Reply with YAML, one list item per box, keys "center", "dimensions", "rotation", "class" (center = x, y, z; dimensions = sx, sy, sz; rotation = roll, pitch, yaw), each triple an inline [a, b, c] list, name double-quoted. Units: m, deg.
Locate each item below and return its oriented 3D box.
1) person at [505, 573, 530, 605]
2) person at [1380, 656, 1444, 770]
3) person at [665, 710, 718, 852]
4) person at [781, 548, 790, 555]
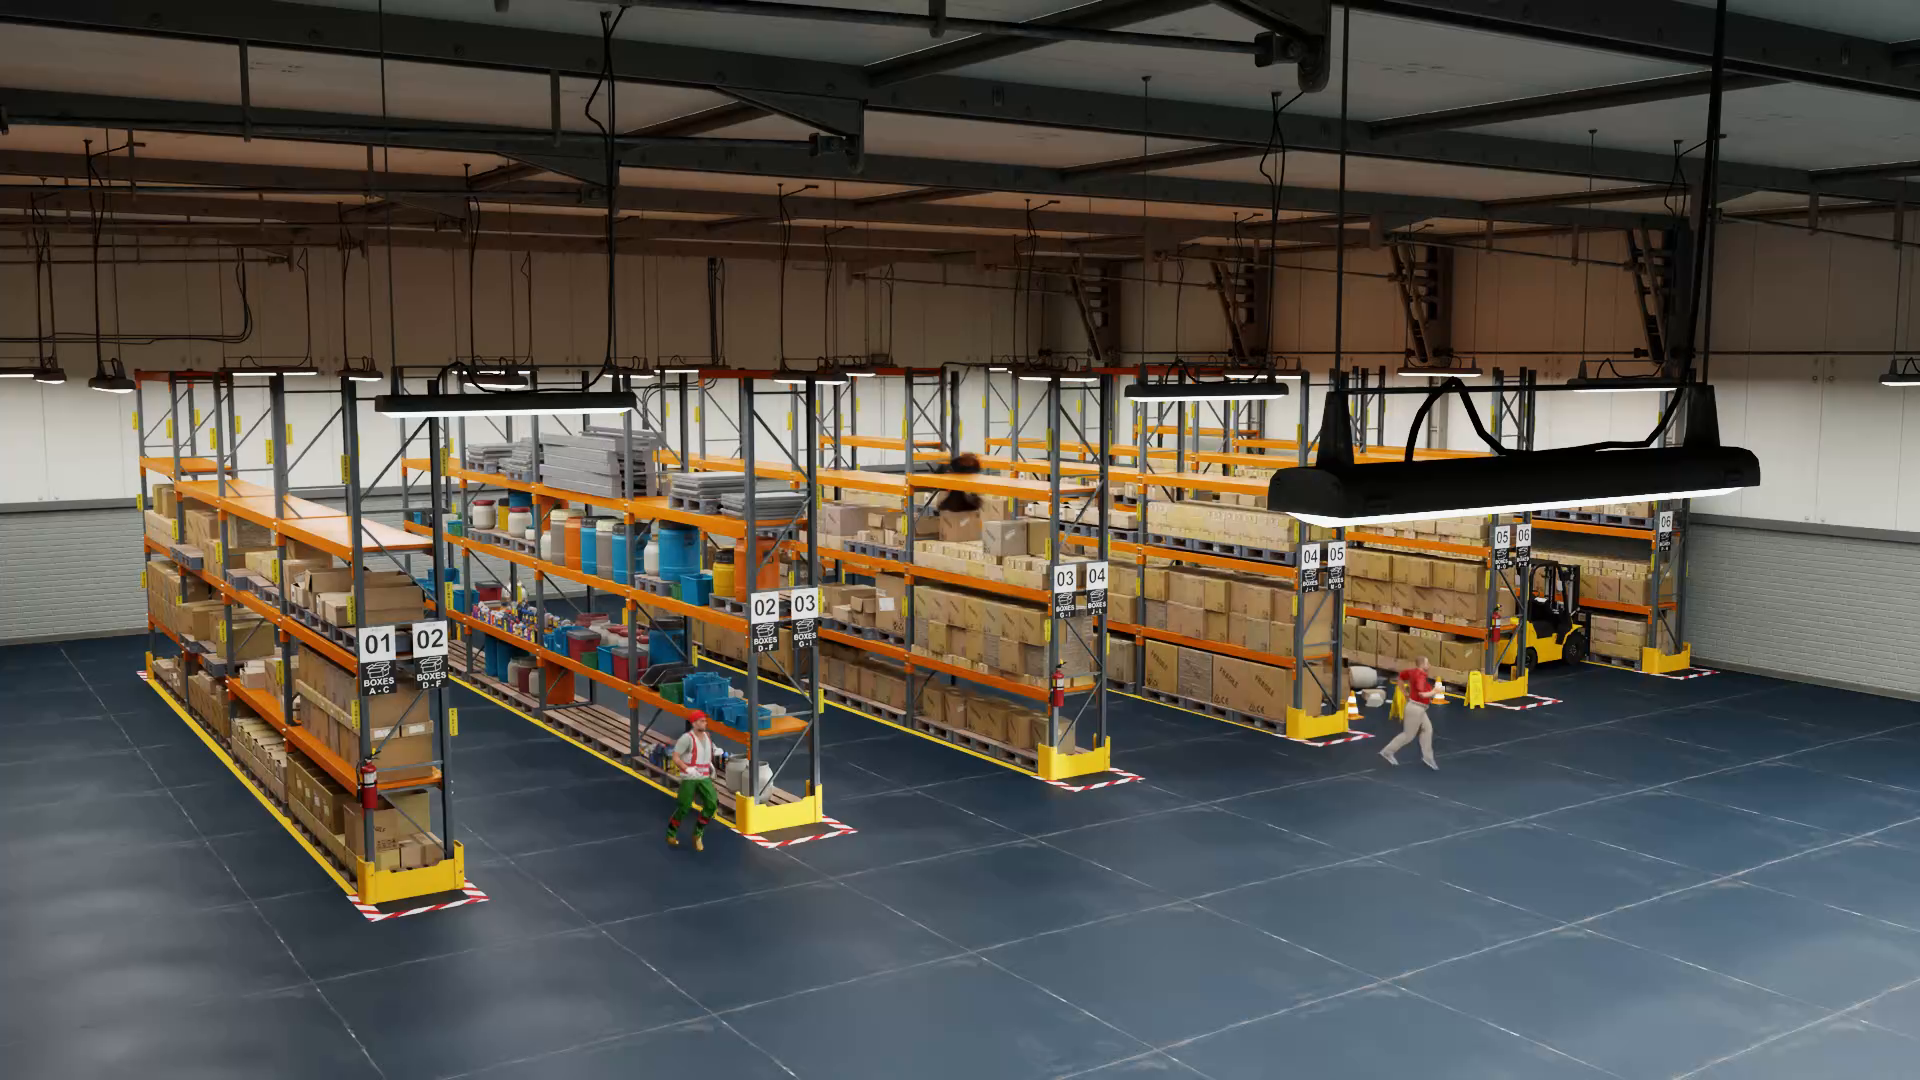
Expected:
- center: [-9.569, 1.469, 36.076]
  dimensions: [0.611, 1.587, 0.695]
  rotation: [5, 8, 36]
  class: "person"
- center: [6.869, 2.648, 25.279]
  dimensions: [0.919, 1.804, 0.657]
  rotation: [1, 7, 9]
  class: "person"
- center: [-3.378, 3.064, 21.318]
  dimensions: [0.675, 1.781, 0.719]
  rotation: [6, 9, 43]
  class: "person"
- center: [-4.118, 0.996, 39.247]
  dimensions: [0.673, 1.784, 0.865]
  rotation: [-2, 7, -16]
  class: "person"
